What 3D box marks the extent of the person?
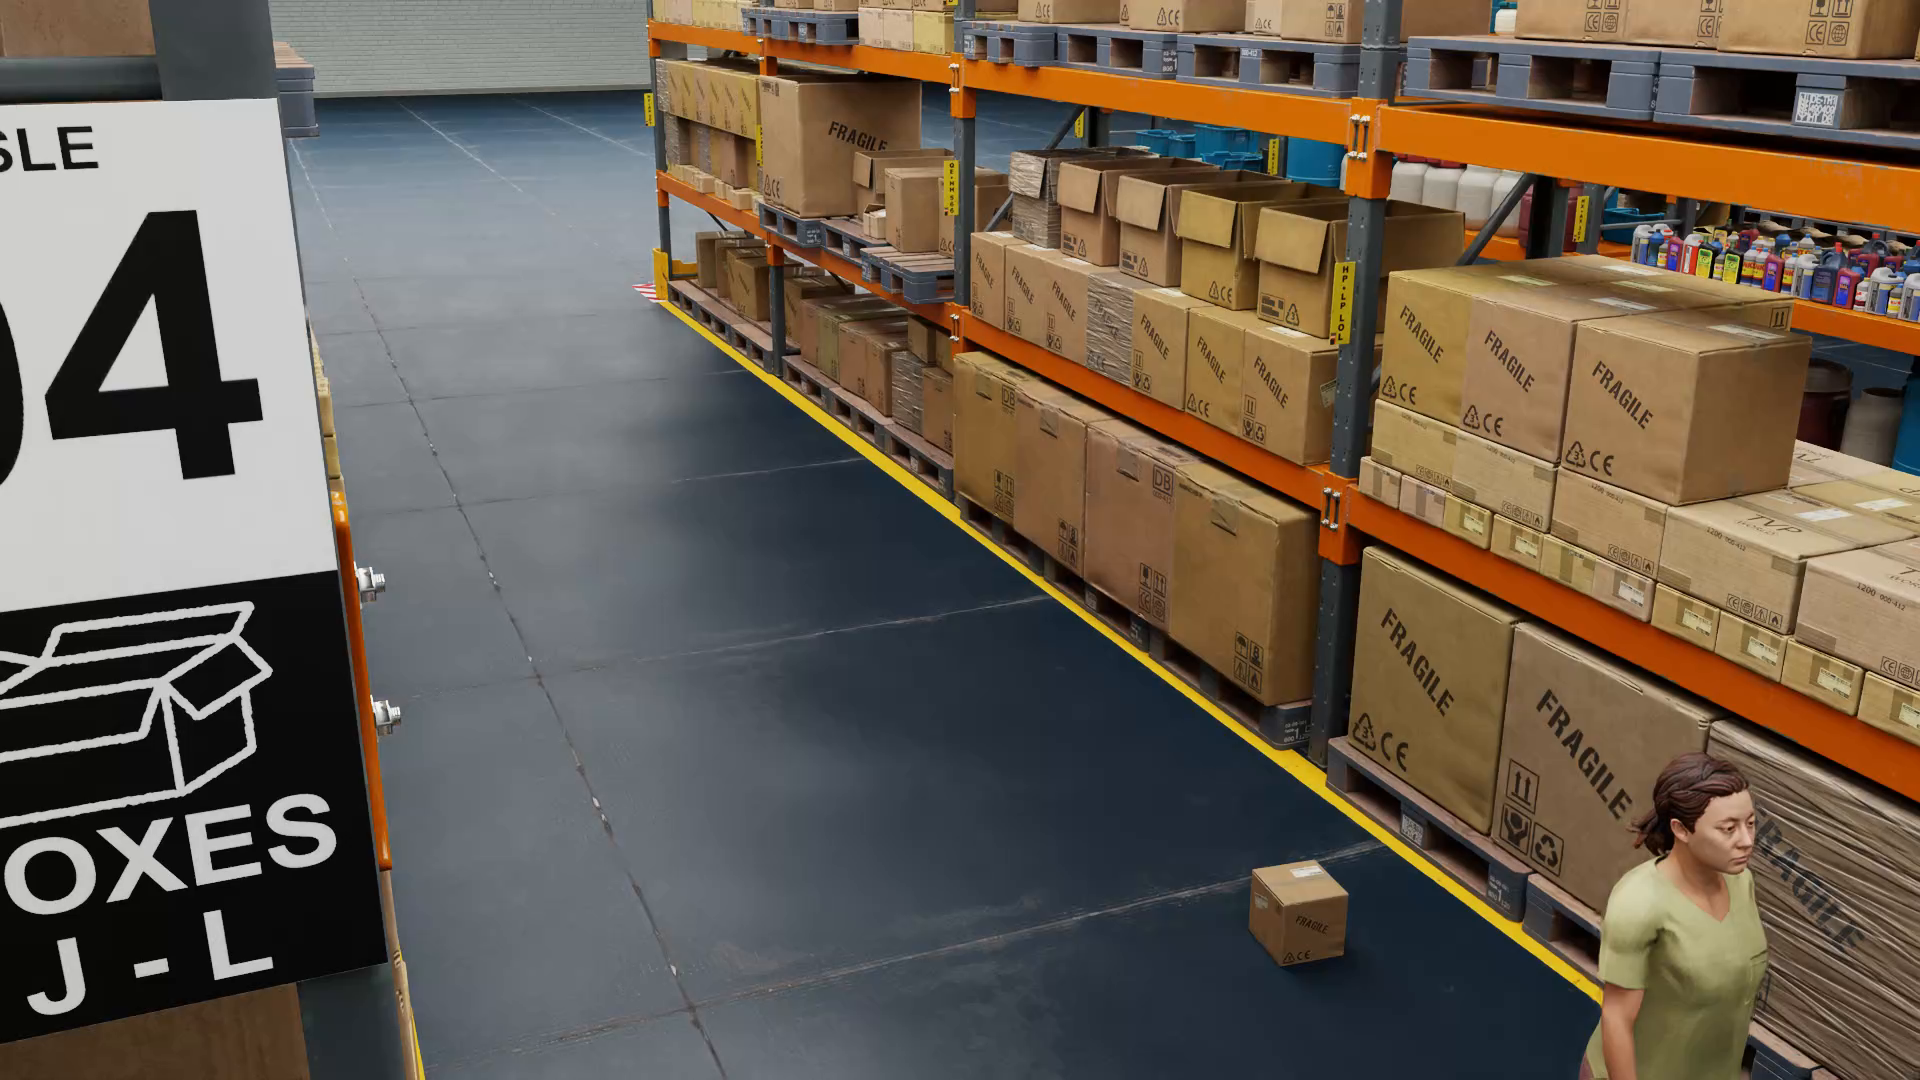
[{"bbox_3d":[1.652,1.290,3.798,0.469,1.665,0.855,-7,20,-19],"label":"person"}]
